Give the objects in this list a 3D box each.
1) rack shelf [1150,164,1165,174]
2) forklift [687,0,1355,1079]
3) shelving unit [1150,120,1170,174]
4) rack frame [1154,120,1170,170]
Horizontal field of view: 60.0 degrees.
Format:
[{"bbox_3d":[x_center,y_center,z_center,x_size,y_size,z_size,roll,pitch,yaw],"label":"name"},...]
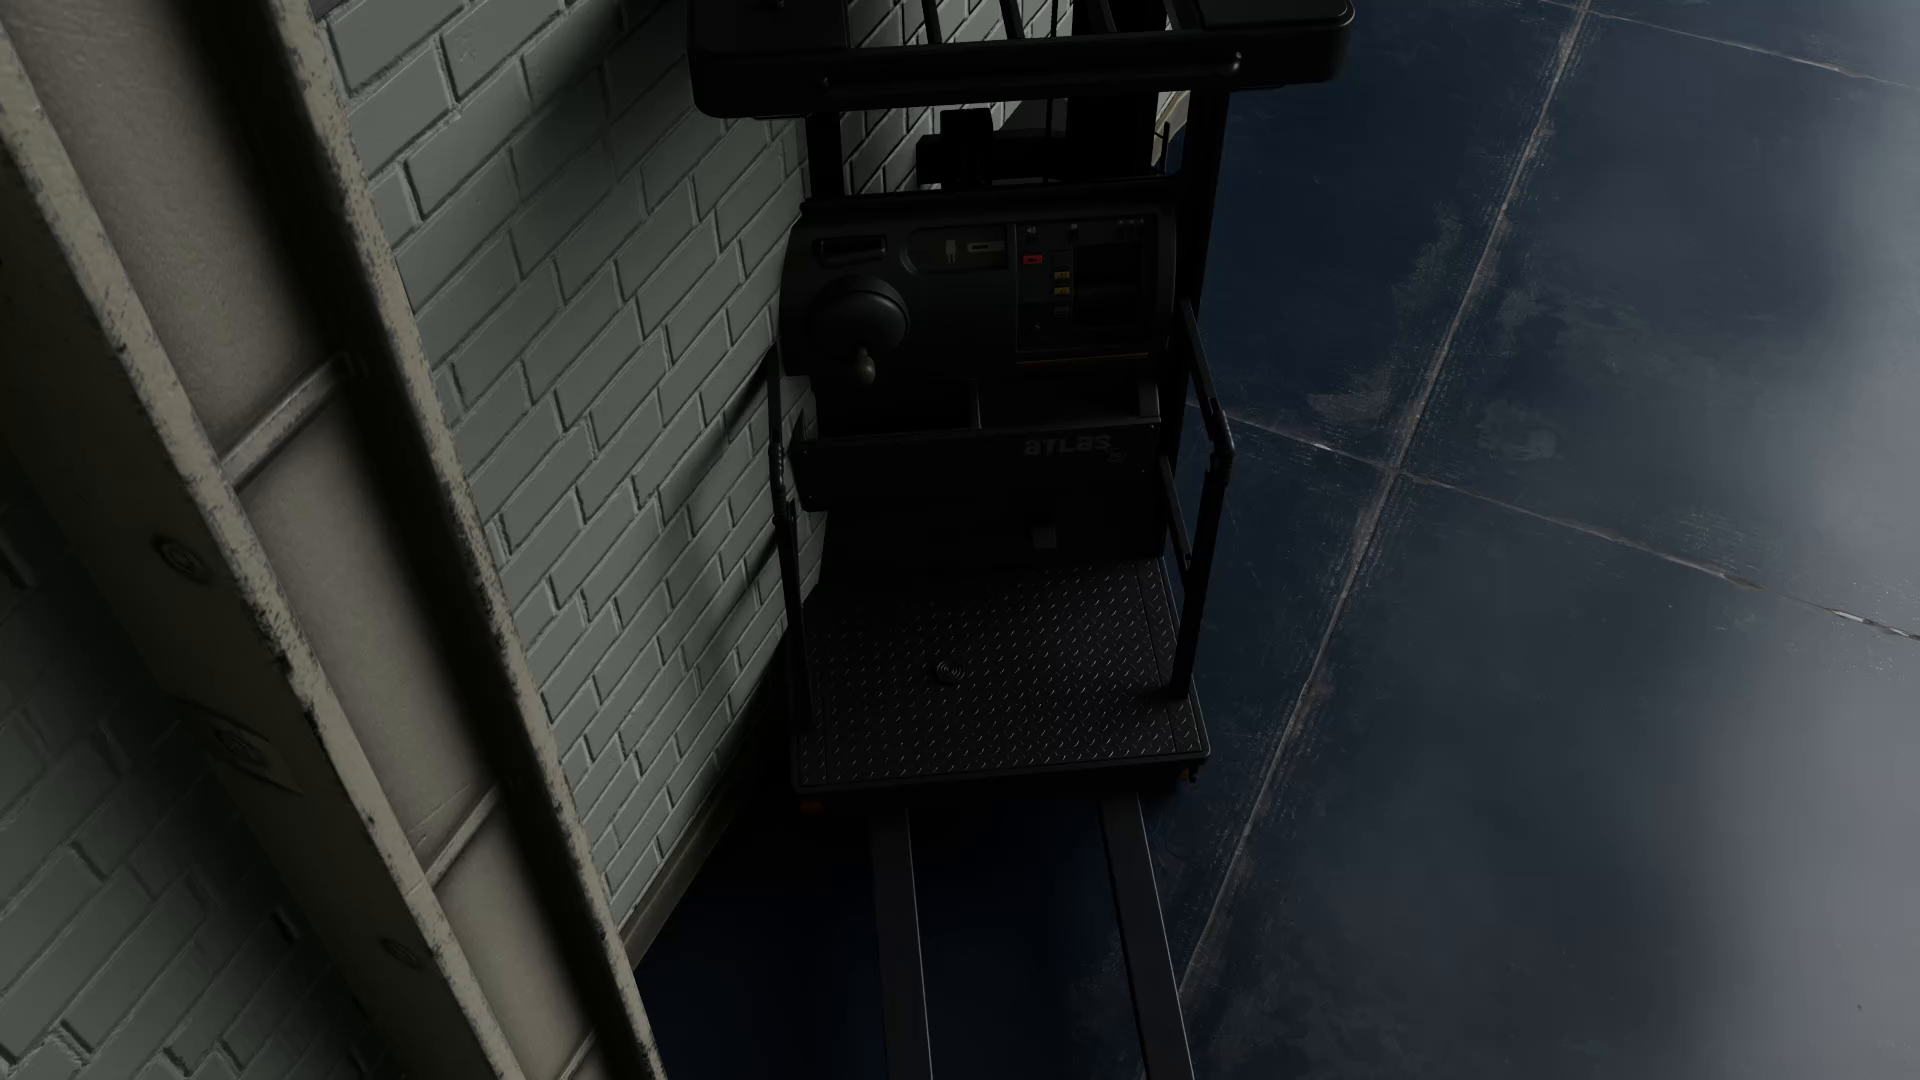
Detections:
[{"bbox_3d":[0.496,-1.173,5.346,0.200,0.077,0.258,-35,58,-26],"label":"rack shelf"},{"bbox_3d":[0.064,-0.476,3.730,1.130,2.935,3.031,-4,50,-4],"label":"forklift"},{"bbox_3d":[0.496,-1.019,5.527,0.210,0.900,0.258,-35,58,-26],"label":"shelving unit"},{"bbox_3d":[0.571,-1.072,5.571,0.006,0.900,0.240,-35,58,-26],"label":"rack frame"}]
